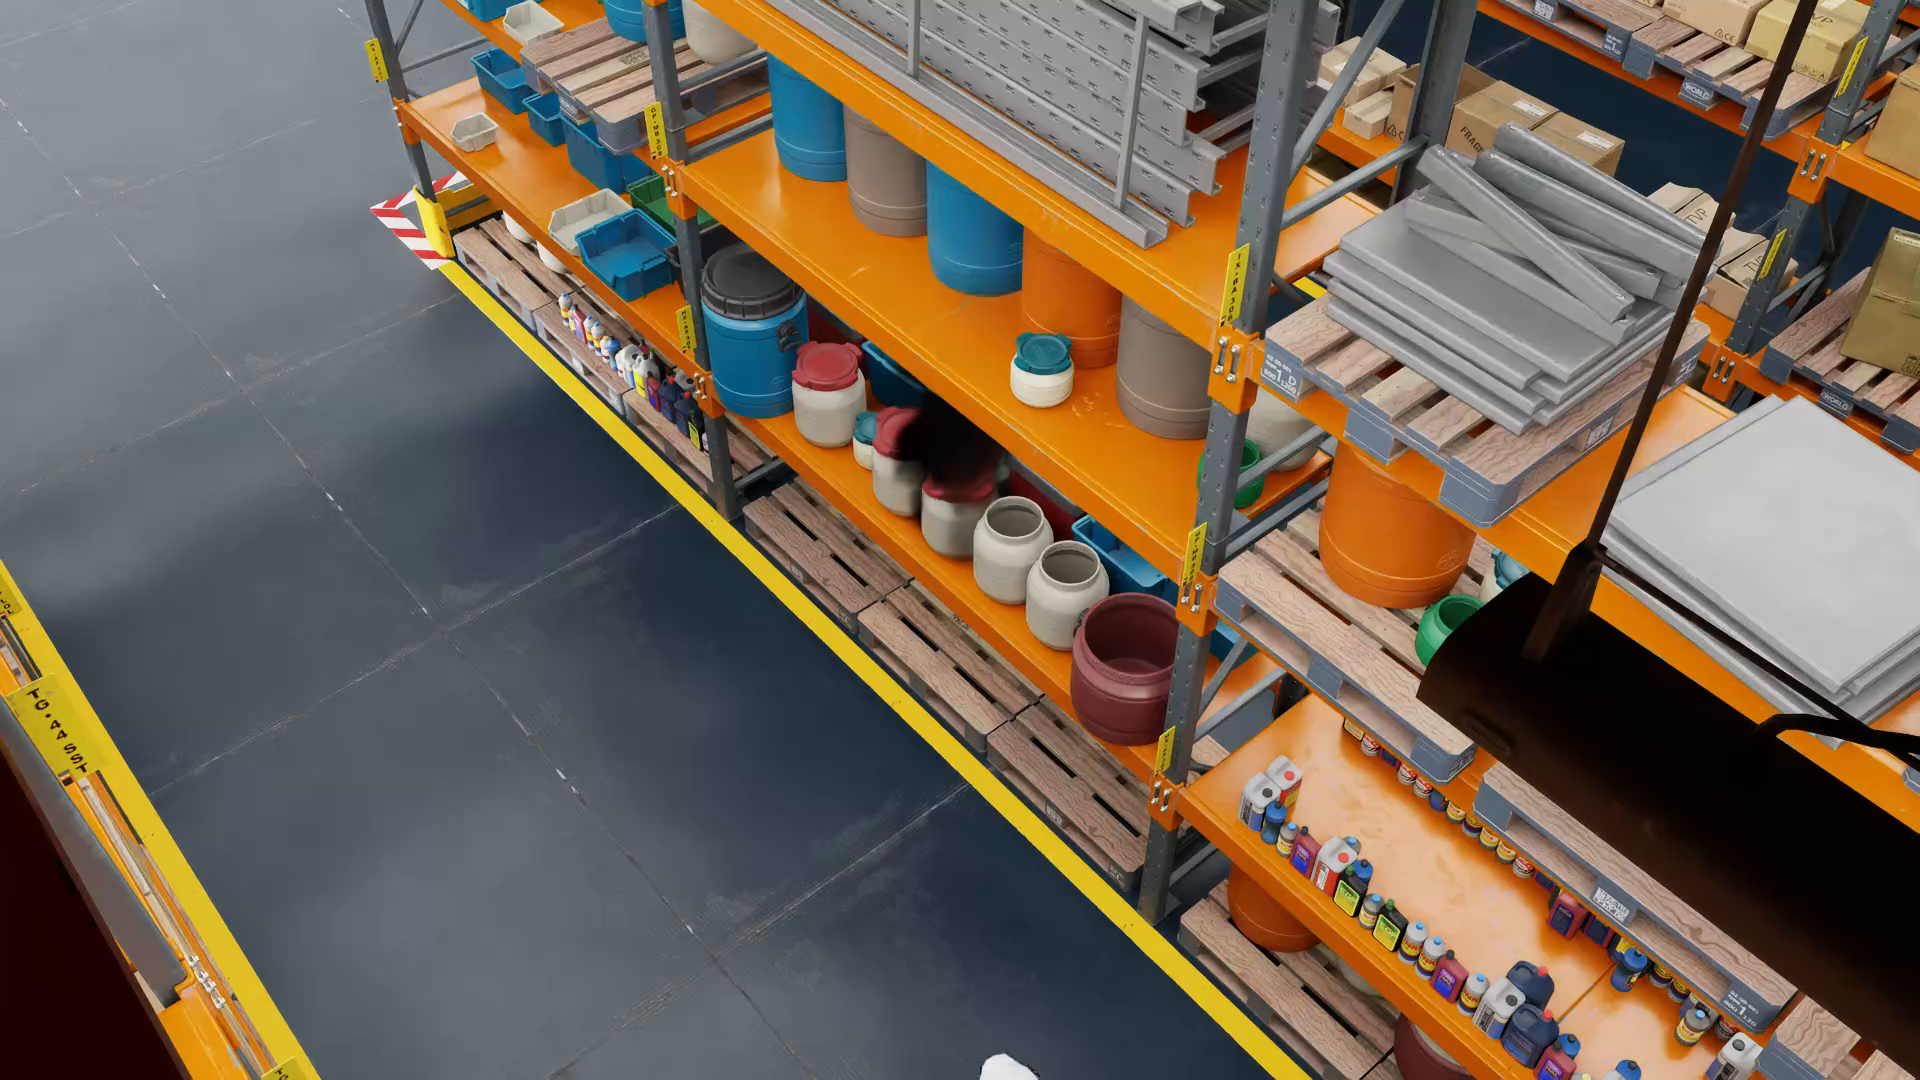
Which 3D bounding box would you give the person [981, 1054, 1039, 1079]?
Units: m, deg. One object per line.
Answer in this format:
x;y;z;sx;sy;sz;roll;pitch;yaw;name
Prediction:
0.224;2.628;6.994;0.707;1.612;0.656;34;55;28;person
